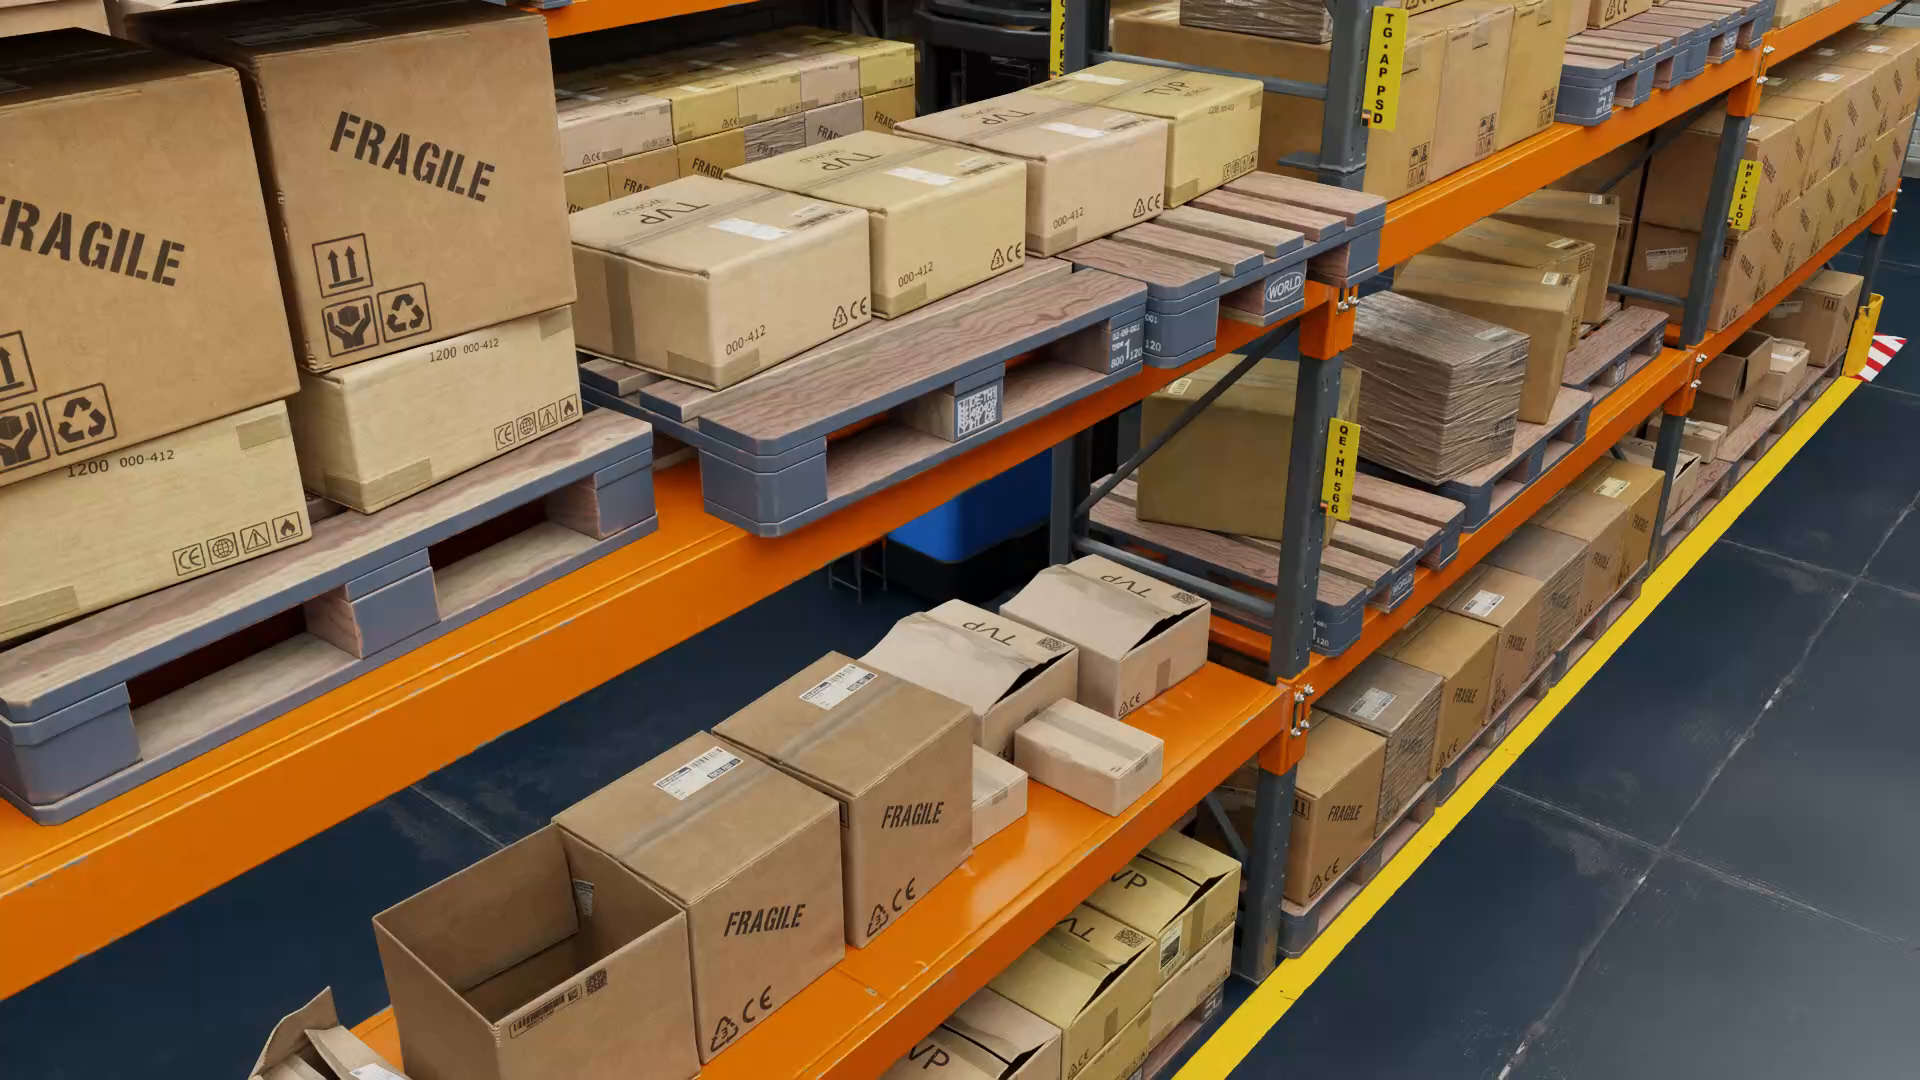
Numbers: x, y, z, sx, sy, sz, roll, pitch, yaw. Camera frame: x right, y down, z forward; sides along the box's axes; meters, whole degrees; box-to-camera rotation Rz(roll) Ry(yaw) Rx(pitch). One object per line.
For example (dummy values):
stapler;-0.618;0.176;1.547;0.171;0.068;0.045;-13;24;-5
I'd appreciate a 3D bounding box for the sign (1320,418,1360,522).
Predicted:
sign;1.175;-0.216;5.143;0.100;0.325;0.005;21;34;34

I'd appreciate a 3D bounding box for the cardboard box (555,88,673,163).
cardboard box;-1.937;-2.283;9.127;0.500;0.250;0.500;21;34;35

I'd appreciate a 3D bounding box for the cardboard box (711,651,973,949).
cardboard box;-0.310;0.692;4.538;0.500;0.500;0.500;19;33;32

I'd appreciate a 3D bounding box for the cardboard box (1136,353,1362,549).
cardboard box;1.058;-0.350;6.096;0.700;0.500;0.500;10;29;18

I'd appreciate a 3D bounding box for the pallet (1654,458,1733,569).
pallet;3.726;-0.286;9.573;1.003;0.211;1.213;21;34;34

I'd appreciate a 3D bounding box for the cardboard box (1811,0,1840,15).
cardboard box;4.110;-2.823;8.341;0.500;0.250;0.500;21;34;34

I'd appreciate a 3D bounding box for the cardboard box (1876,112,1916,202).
cardboard box;5.758;-2.505;10.720;0.500;0.500;0.500;22;35;36

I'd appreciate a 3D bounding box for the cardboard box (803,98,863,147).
cardboard box;-0.952;-2.492;10.348;0.500;0.500;0.500;21;34;35

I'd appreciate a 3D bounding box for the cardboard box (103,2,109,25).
cardboard box;-3.716;-2.507;7.436;0.500;0.500;0.500;21;34;34

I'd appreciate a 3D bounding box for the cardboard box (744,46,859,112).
cardboard box;-0.969;-2.827;10.180;0.500;0.250;0.500;22;34;35

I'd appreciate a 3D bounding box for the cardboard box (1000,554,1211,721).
cardboard box;0.479;0.293;5.516;0.500;0.311;0.500;23;35;37

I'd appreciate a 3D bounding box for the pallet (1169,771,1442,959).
pallet;1.248;1.122;6.851;1.003;0.211;1.213;21;34;34

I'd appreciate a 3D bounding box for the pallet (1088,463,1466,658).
pallet;1.121;-0.038;6.269;1.213;0.211;1.003;21;34;34

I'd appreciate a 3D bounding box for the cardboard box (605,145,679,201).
cardboard box;-1.917;-1.951;9.302;0.500;0.500;0.500;21;34;34

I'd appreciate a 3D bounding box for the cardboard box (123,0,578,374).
cardboard box;-1.033;-0.646;2.859;0.500;0.500;0.500;-25;36;-39

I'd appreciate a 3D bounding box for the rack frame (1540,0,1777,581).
rack frame;3.288;-1.281;8.462;1.000;3.000;0.127;21;34;34

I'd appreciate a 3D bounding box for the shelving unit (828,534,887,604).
shelving unit;-0.536;-0.268;8.462;0.258;1.200;0.189;23;35;37

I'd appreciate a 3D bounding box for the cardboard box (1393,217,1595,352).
cardboard box;2.426;-1.147;7.637;0.500;0.500;0.700;-22;35;-36

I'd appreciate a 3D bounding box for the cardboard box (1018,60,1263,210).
cardboard box;0.499;-1.138;4.626;0.500;0.250;0.500;18;32;31

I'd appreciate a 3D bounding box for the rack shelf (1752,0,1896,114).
rack shelf;4.561;-3.003;9.309;1.077;0.370;4.000;21;34;34

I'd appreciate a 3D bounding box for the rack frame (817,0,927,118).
rack frame;-0.536;-2.728;11.258;1.000;3.000;0.127;21;34;34

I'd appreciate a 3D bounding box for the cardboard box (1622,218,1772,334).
cardboard box;3.823;-1.427;8.634;0.500;0.500;0.500;22;34;36

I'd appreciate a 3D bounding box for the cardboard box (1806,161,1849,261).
cardboard box;4.788;-1.966;9.678;0.500;0.500;0.500;20;34;34

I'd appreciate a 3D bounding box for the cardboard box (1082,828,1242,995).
cardboard box;0.601;1.180;5.629;0.500;0.311;0.500;22;34;36

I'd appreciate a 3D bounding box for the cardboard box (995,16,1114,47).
cardboard box;0.745;-3.566;12.553;0.980;0.700;0.700;19;33;32

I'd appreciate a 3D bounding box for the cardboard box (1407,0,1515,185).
cardboard box;1.320;-1.585;5.676;0.910;0.500;0.500;21;34;34

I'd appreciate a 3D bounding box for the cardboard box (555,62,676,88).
cardboard box;-2.008;-2.609;9.758;0.500;0.250;0.500;20;33;33

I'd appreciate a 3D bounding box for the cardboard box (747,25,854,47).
cardboard box;-1.030;-3.159;10.822;0.500;0.250;0.500;22;35;36

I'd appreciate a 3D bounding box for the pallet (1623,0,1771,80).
pallet;2.820;-2.319;7.408;1.213;0.211;1.003;21;34;34

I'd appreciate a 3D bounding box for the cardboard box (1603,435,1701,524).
cardboard box;3.722;-0.368;9.144;0.500;0.311;0.500;21;34;34

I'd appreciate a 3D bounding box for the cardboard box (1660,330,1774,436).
cardboard box;4.480;-1.035;10.225;0.797;0.503;0.637;21;34;34

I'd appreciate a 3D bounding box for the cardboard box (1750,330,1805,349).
cardboard box;5.350;-1.254;11.015;0.380;0.166;0.250;21;34;34

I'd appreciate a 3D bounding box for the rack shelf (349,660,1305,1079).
rack shelf;-0.528;1.166;4.515;1.077;0.370;4.000;21;34;34

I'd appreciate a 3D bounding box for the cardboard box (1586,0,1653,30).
cardboard box;2.504;-2.488;6.856;0.600;0.600;0.600;20;34;34

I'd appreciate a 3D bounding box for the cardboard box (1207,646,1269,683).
cardboard box;1.191;0.297;6.836;0.500;0.250;0.500;22;35;36

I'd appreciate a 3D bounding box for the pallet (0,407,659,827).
pallet;-1.249;-0.009;2.946;0.805;0.209;1.217;19;33;32

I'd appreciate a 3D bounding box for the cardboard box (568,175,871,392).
cardboard box;-0.537;-0.557;3.504;0.500;0.250;0.500;18;32;30

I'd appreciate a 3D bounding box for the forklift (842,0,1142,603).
forklift;0.600;-1.565;9.084;1.130;2.935;3.031;23;35;37

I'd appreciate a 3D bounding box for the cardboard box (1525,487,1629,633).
cardboard box;2.875;0.065;8.101;0.500;0.500;0.500;21;34;35

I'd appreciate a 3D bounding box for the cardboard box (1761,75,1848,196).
cardboard box;4.460;-2.220;9.079;0.500;0.500;0.500;20;33;33

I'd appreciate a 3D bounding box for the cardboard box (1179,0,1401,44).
cardboard box;1.027;-1.836;5.074;0.500;0.500;0.500;21;34;34

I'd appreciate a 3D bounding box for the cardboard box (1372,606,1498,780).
cardboard box;1.906;0.610;7.047;0.500;0.500;0.500;20;34;34

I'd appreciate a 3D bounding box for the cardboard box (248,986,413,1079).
cardboard box;-1.383;1.250;3.716;0.396;0.266;0.258;20;33;33

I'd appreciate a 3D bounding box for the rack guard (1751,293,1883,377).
rack guard;5.784;-1.562;11.726;1.175;0.500;0.348;21;34;34

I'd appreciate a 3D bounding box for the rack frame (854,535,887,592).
rack frame;-0.474;-0.299;8.521;0.240;1.200;0.006;23;35;37

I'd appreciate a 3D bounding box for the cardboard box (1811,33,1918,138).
cardboard box;5.441;-2.770;10.143;0.500;0.500;0.500;22;34;36
